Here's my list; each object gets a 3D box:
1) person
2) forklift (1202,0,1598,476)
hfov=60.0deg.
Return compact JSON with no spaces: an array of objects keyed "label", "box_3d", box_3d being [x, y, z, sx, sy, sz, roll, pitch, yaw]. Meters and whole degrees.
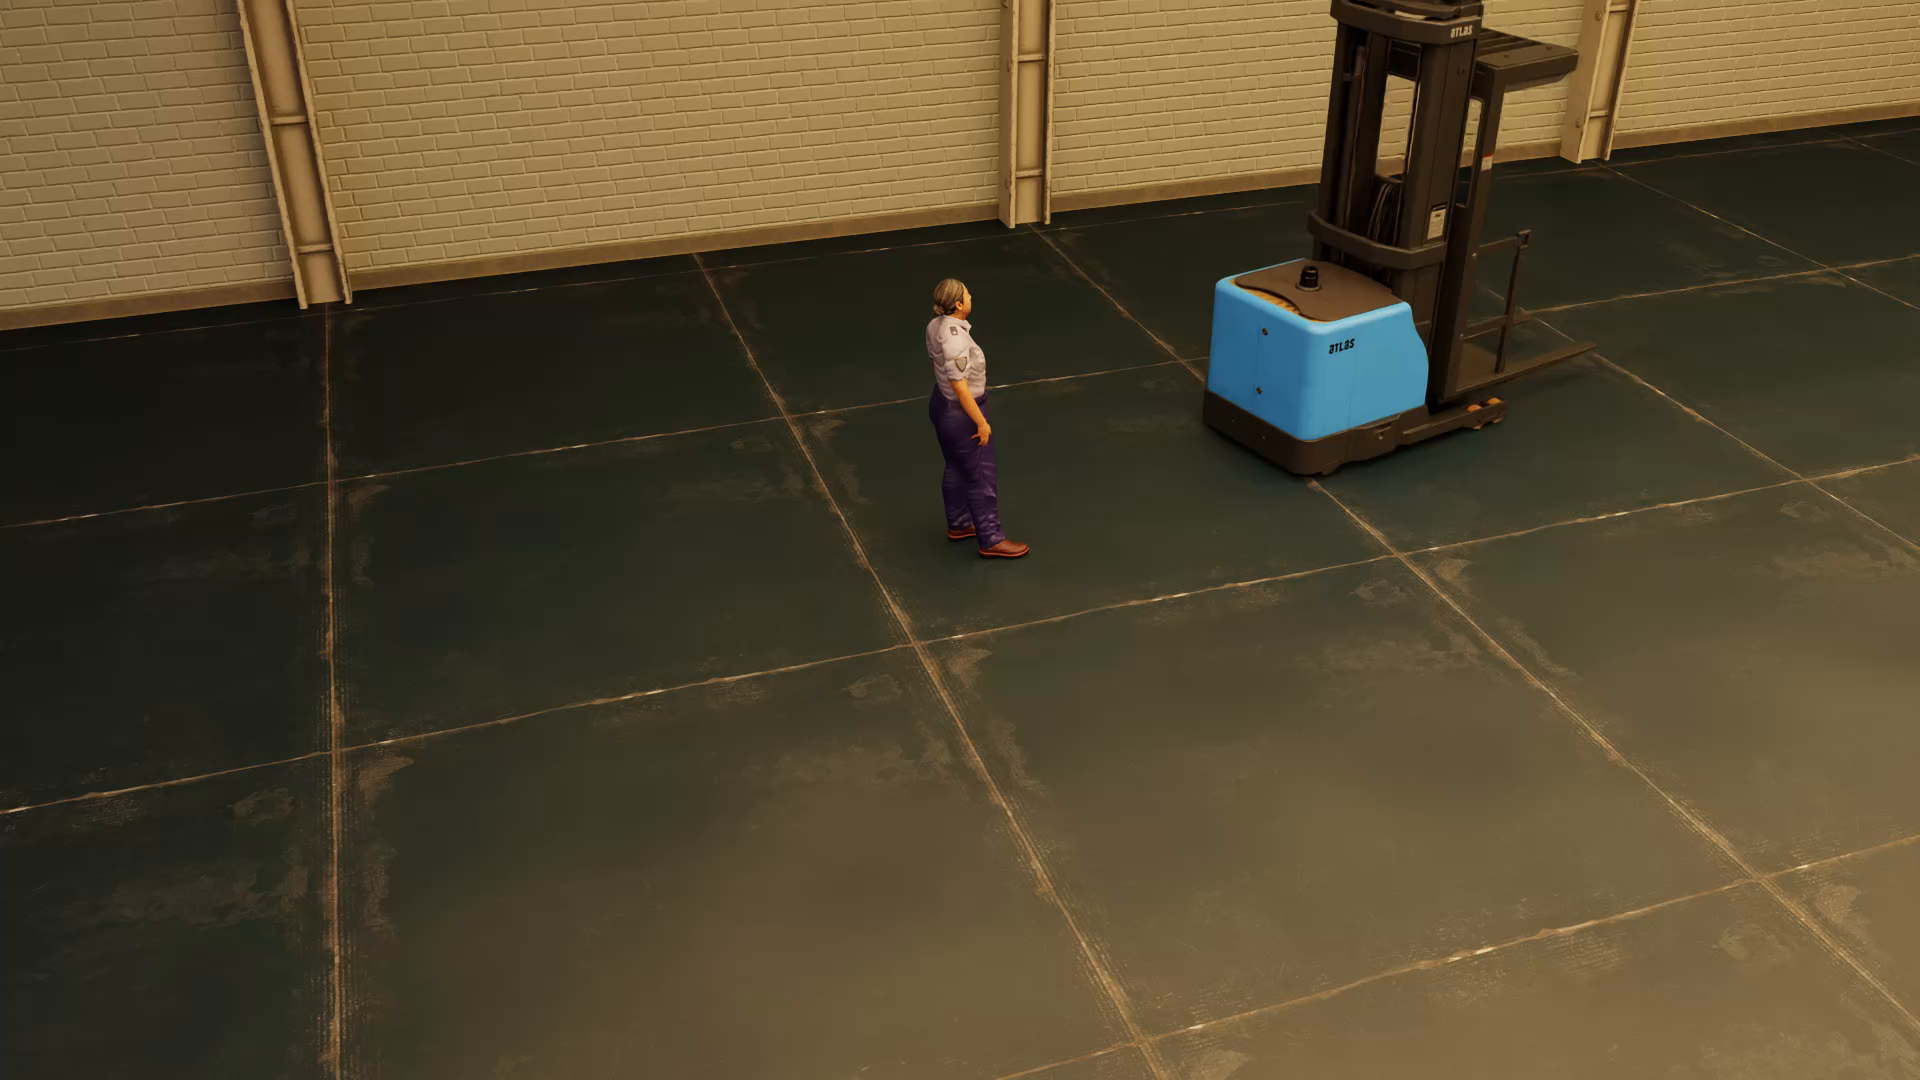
[{"label":"person","box_3d":[0.092,-0.725,9.617,0.503,1.651,0.598,-10,31,-16]},{"label":"forklift","box_3d":[3.167,-2.229,10.961,3.031,2.935,1.130,-18,34,-28]}]
